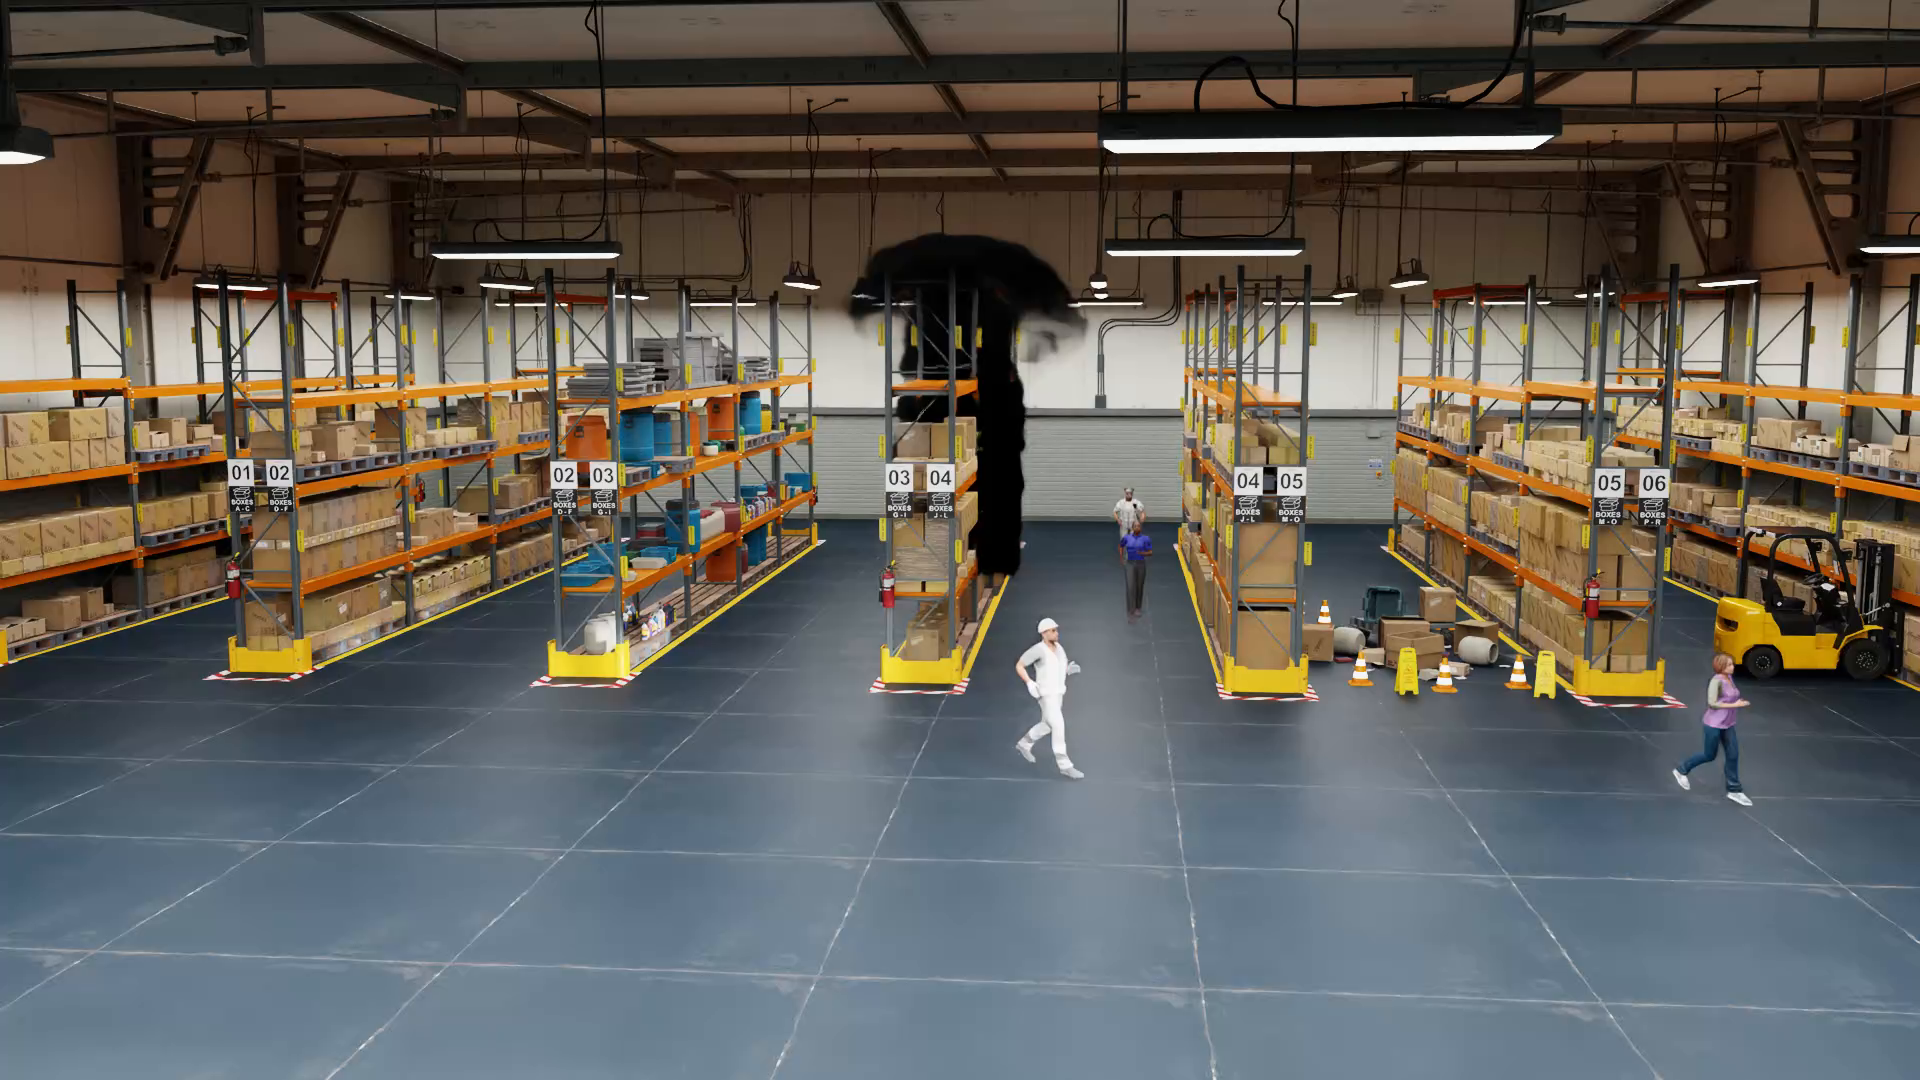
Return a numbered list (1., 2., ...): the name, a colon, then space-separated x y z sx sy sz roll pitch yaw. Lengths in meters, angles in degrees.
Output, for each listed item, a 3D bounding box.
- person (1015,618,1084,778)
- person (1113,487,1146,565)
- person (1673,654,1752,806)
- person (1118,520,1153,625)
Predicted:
1. person: 1.025 1.777 19.054 1.002 1.773 0.662 5 8 35
2. person: 3.735 -0.323 36.726 0.713 1.728 0.607 1 7 6
3. person: 8.176 2.012 17.977 0.565 1.597 0.859 -6 9 -39
4. person: 2.934 0.512 27.762 0.557 1.716 0.779 0 7 1
